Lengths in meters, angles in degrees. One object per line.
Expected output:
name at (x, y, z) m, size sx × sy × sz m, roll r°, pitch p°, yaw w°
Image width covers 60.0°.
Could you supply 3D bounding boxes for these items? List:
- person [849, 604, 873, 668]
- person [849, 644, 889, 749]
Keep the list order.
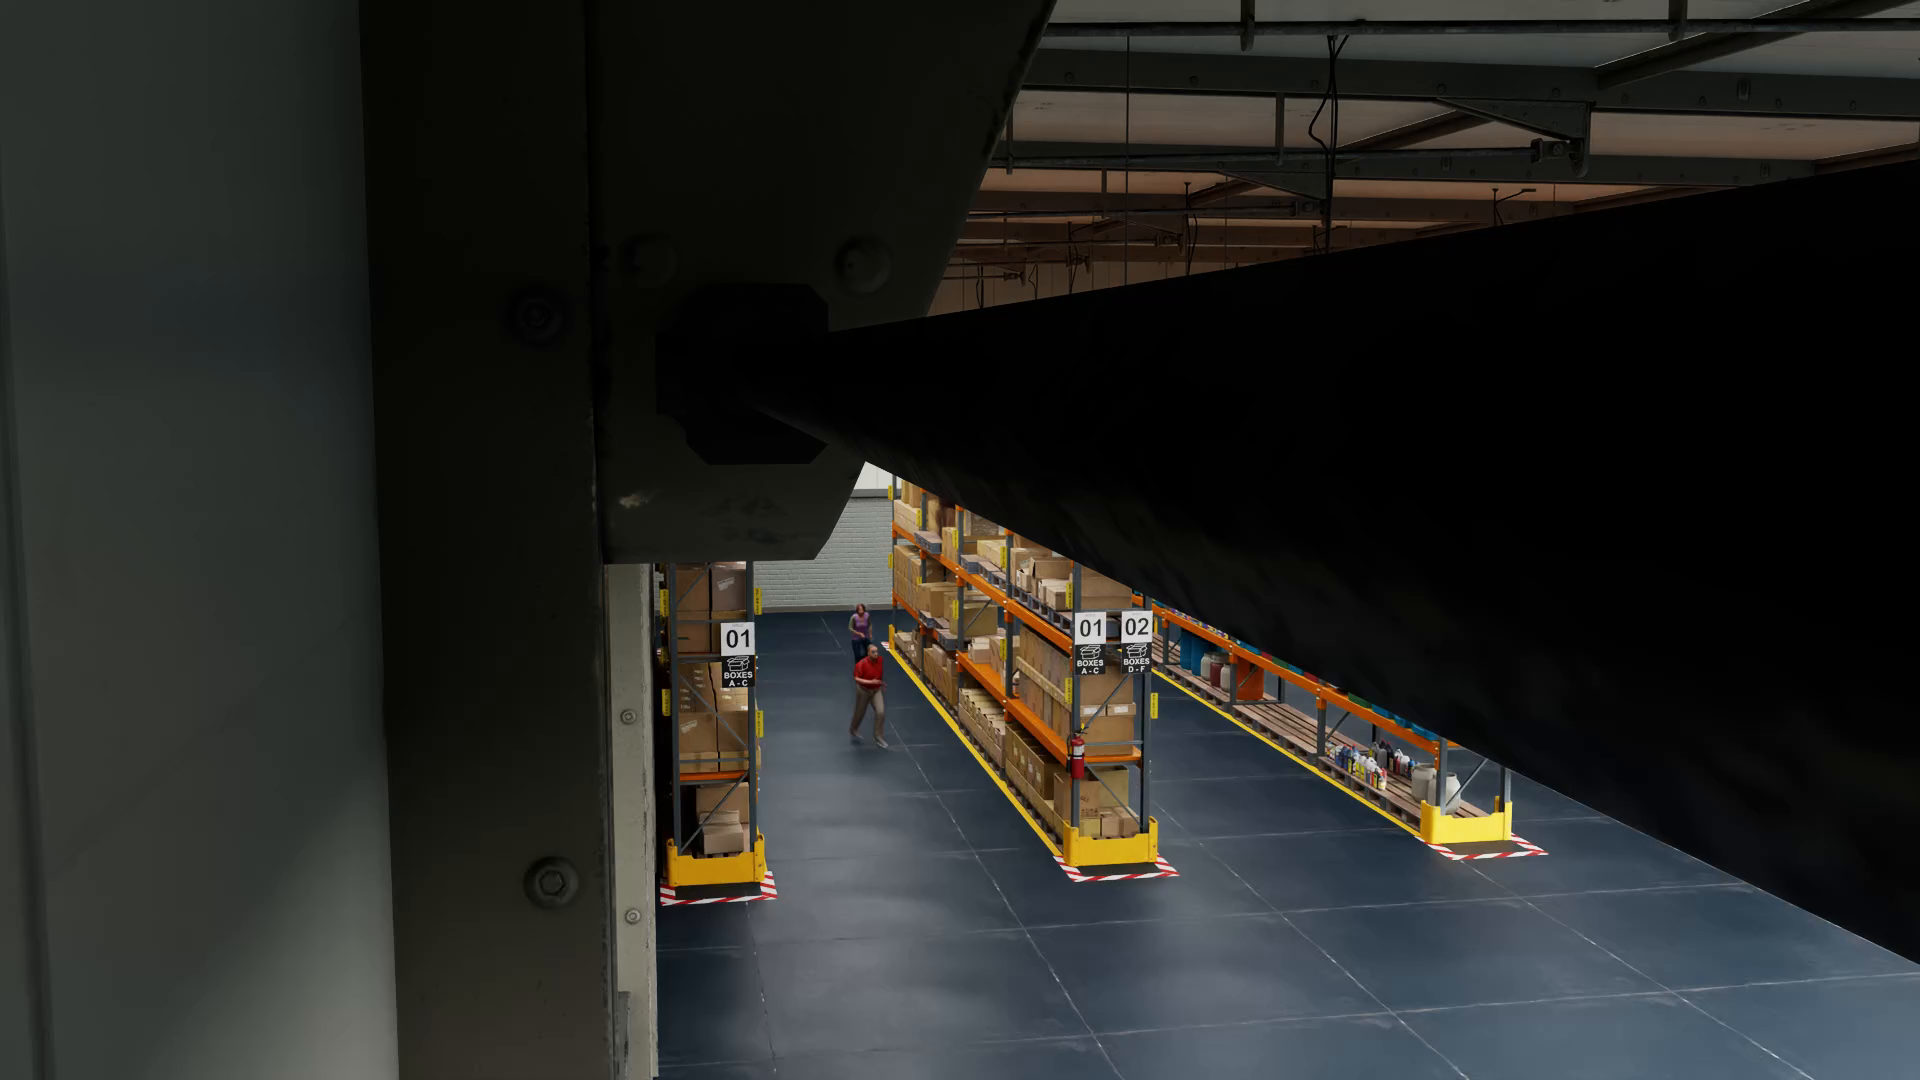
person at (-1.986, 1.994, 33.351) m, size 0.525 × 1.491 × 0.698 m, roll -2°, pitch 6°, yaw -18°
person at (-1.508, 2.536, 27.394) m, size 0.668 × 1.711 × 1.000 m, roll -4°, pitch 7°, yaw -30°
